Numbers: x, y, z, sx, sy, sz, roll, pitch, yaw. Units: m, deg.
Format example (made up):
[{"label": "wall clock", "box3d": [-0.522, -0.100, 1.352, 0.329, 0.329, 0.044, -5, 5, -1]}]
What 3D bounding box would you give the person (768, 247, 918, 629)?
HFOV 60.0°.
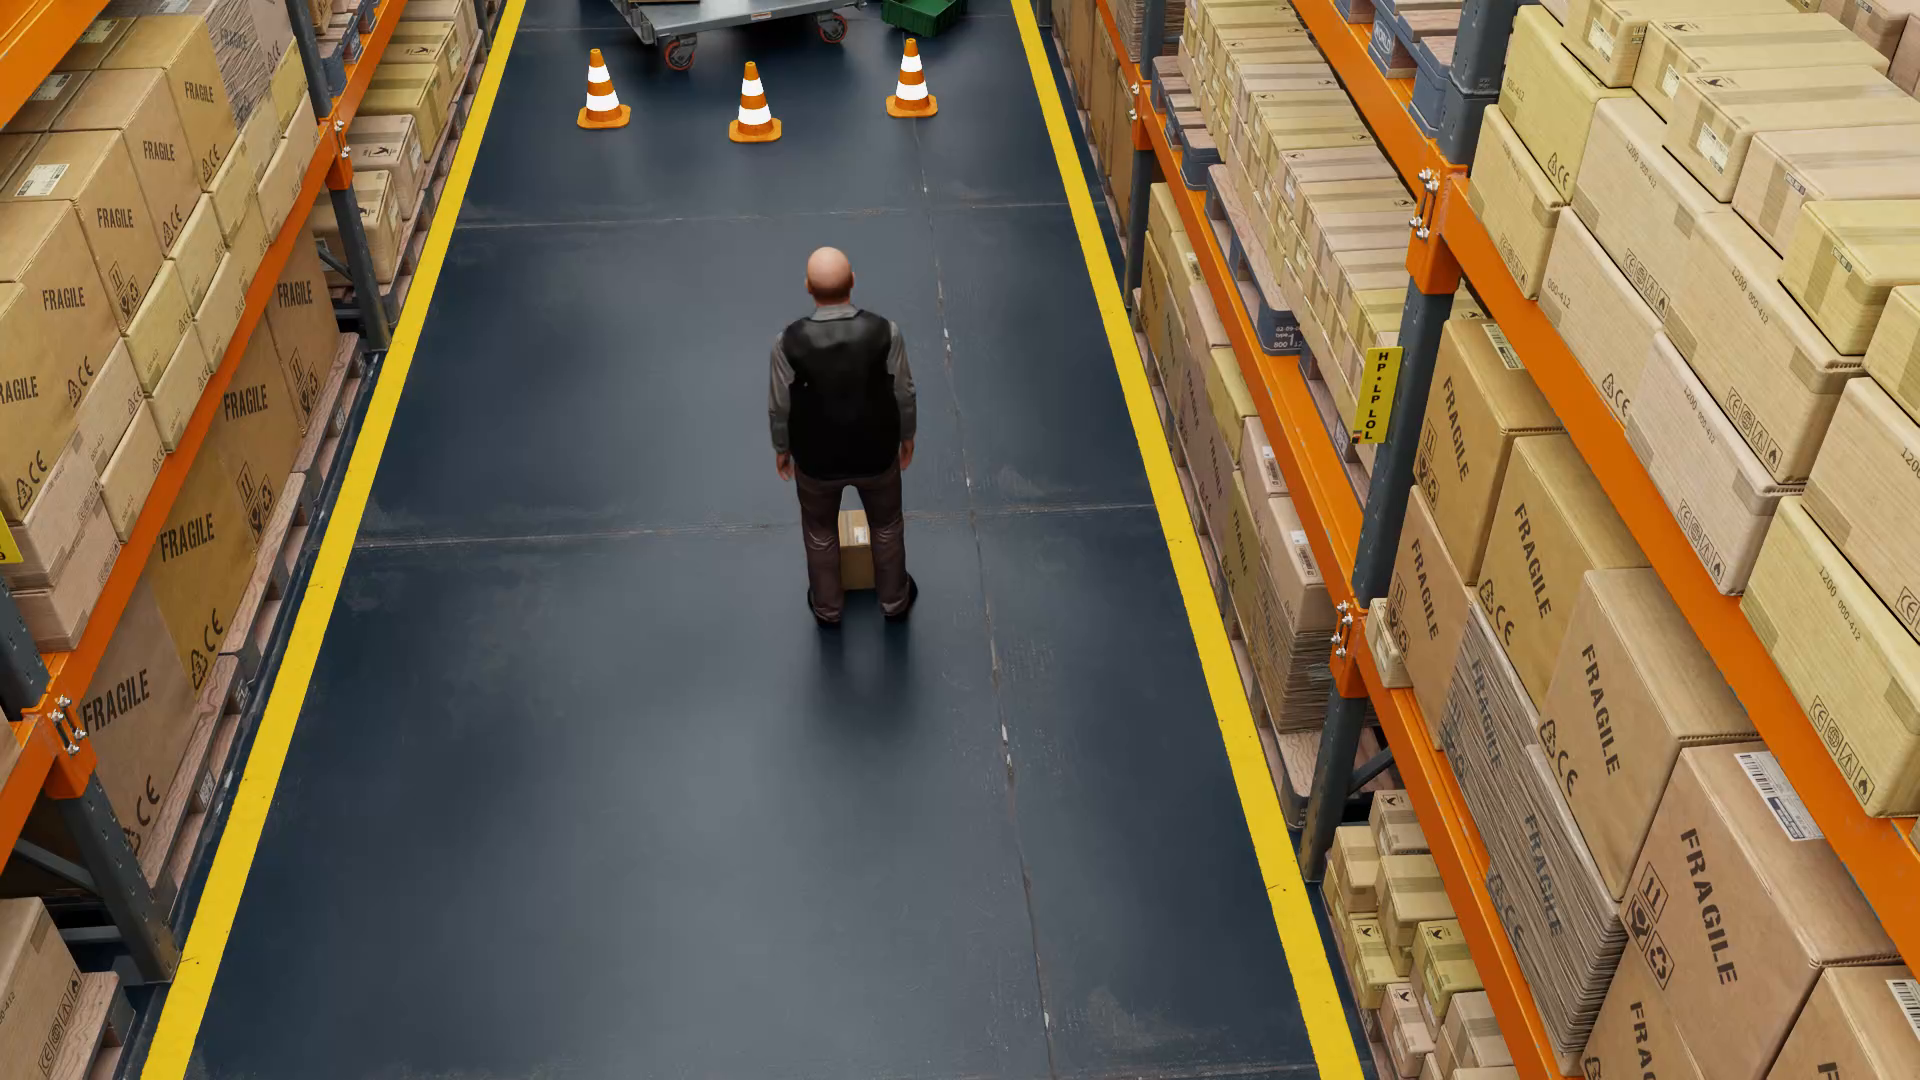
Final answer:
[{"label": "person", "box3d": [-0.456, -0.349, 6.608, 0.579, 1.719, 0.422, -5, 39, -6]}]
